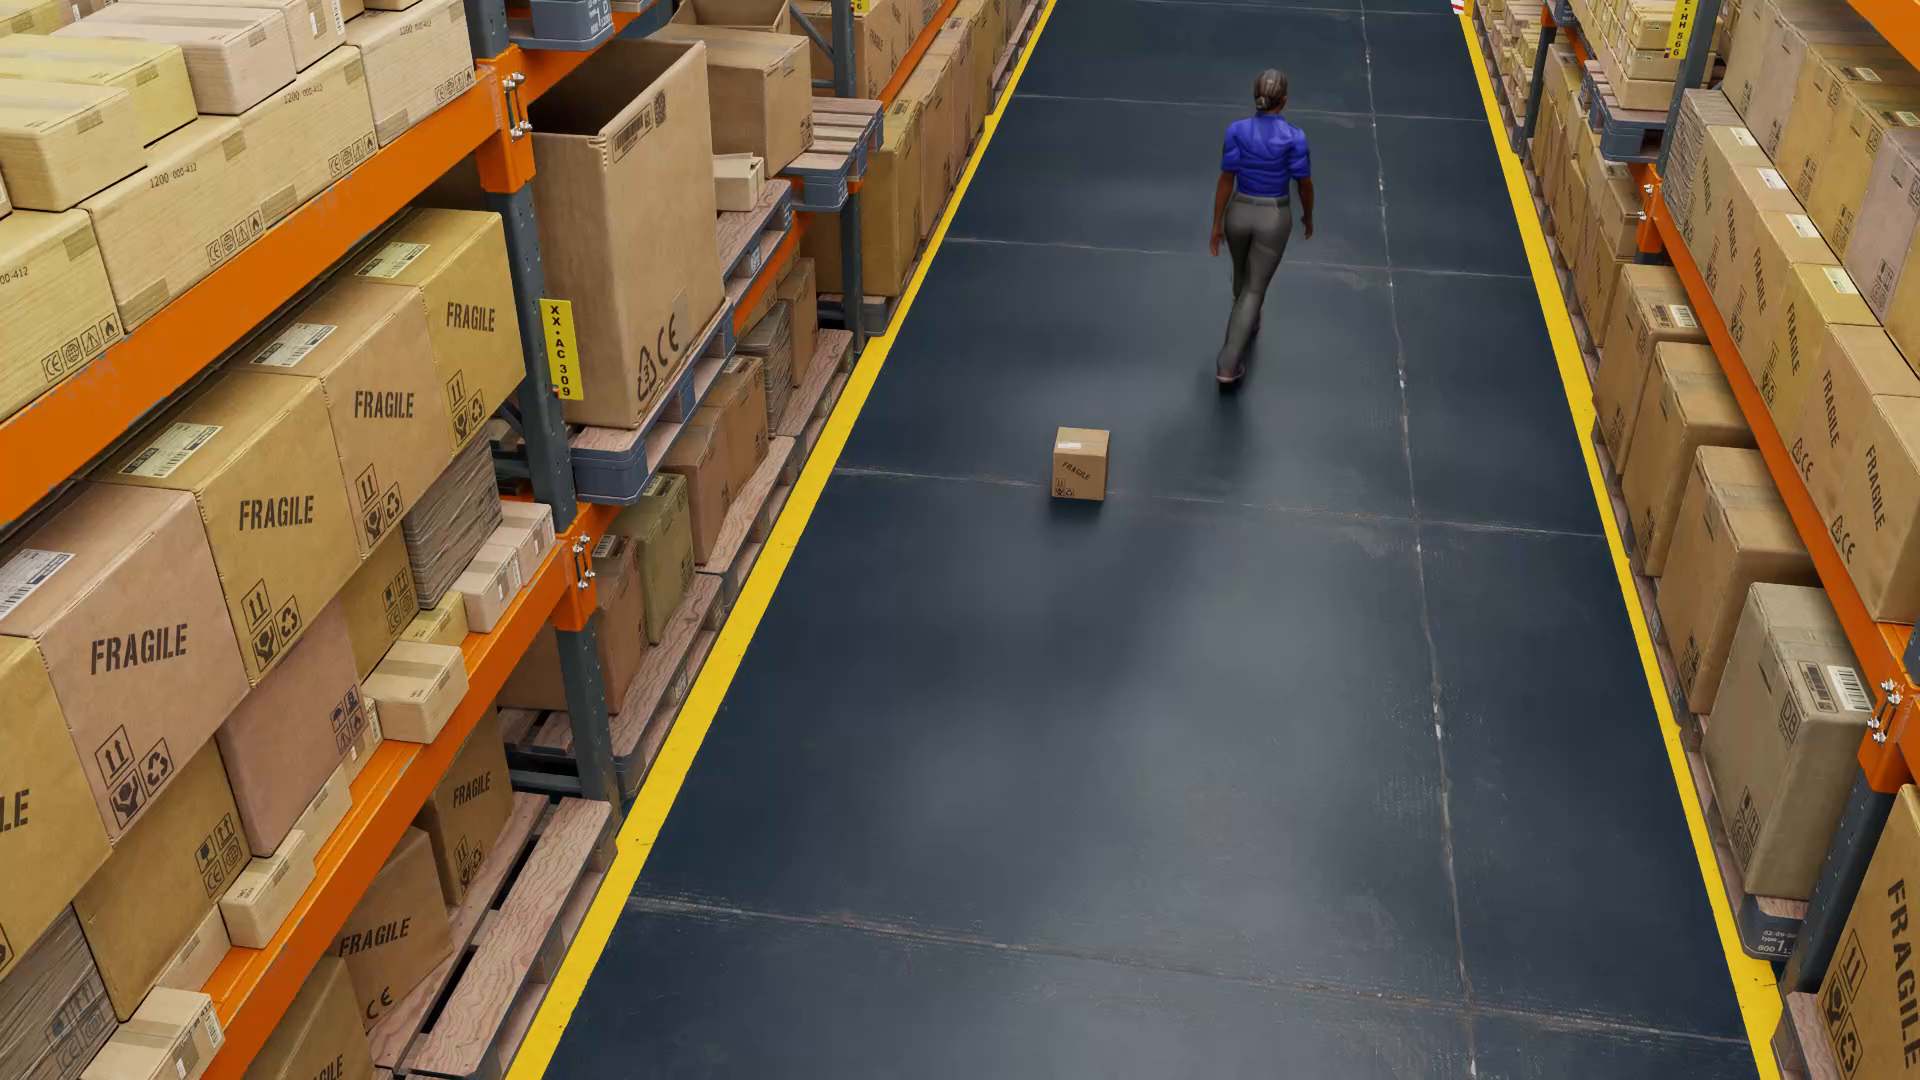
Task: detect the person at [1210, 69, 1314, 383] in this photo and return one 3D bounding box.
[{"bbox_3d":[1.622,-1.712,8.798,0.466,1.596,1.002,16,36,23],"label":"person"}]
